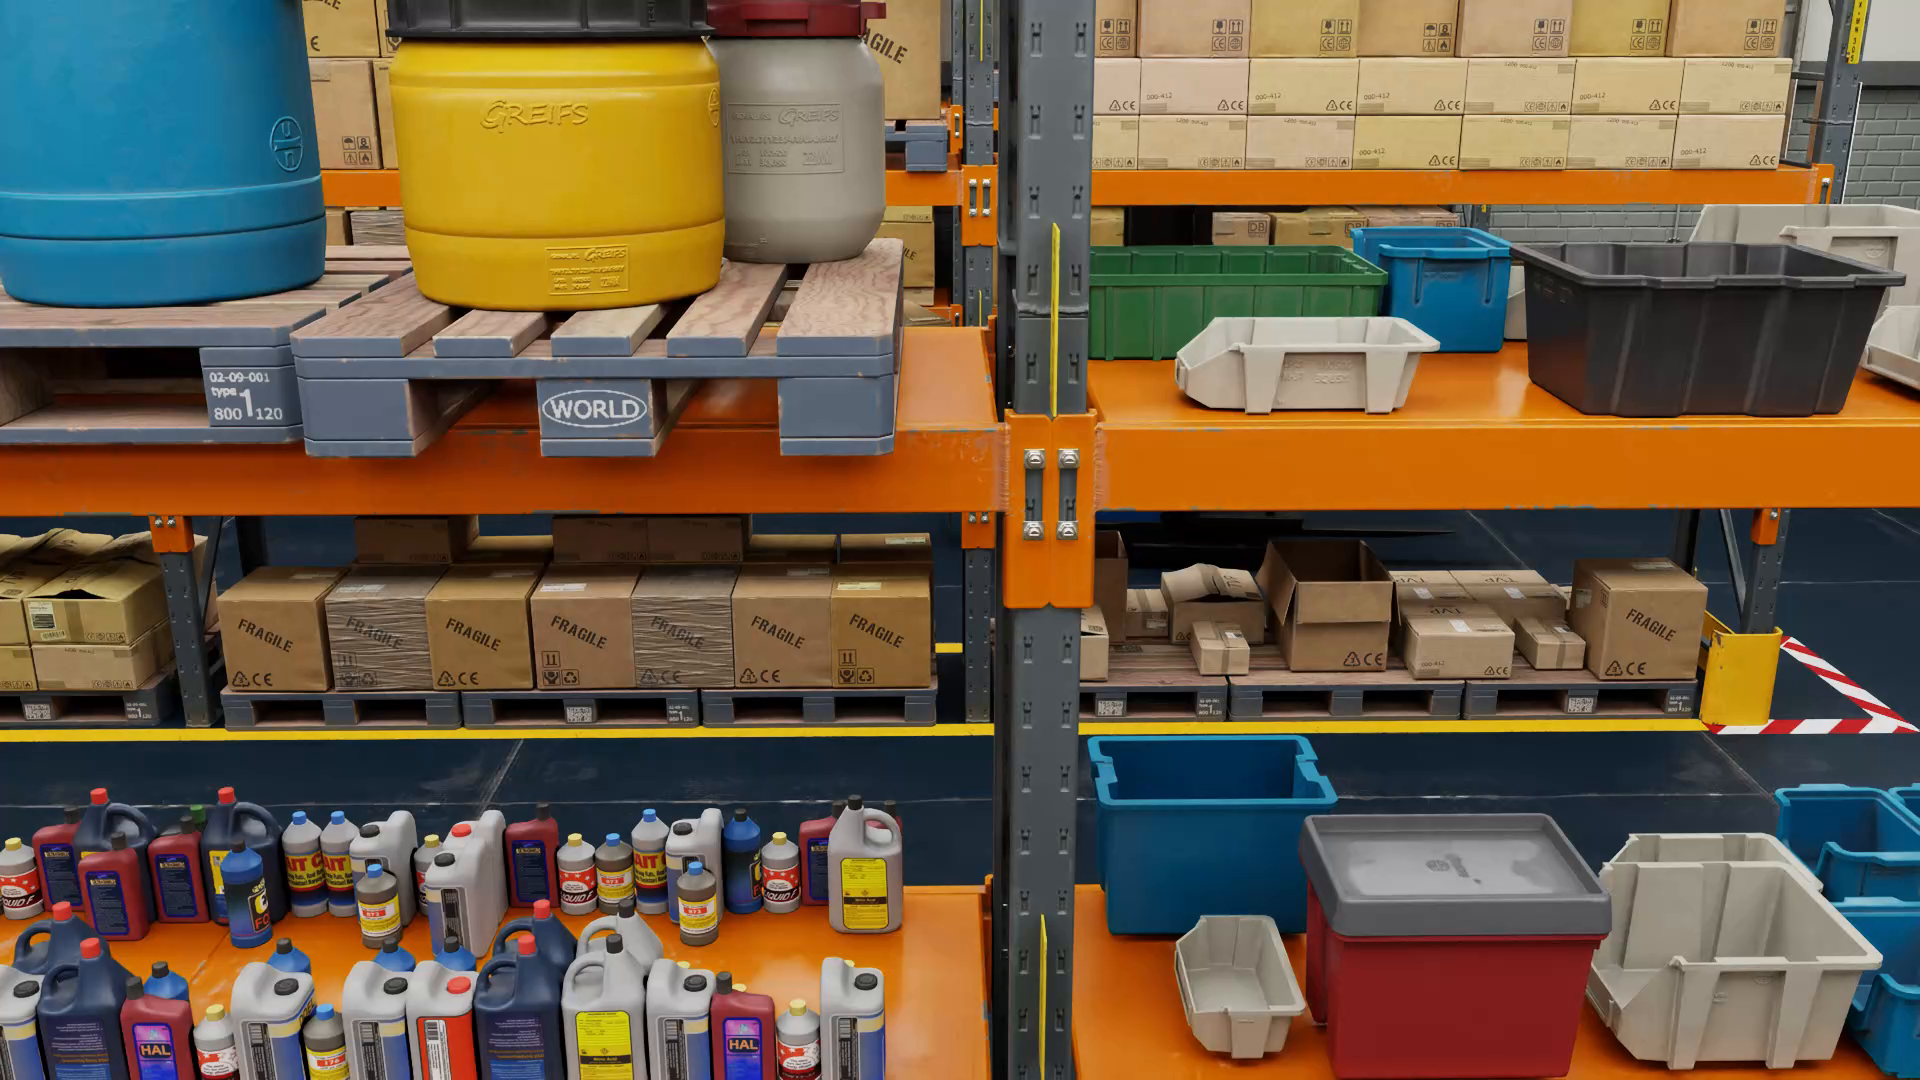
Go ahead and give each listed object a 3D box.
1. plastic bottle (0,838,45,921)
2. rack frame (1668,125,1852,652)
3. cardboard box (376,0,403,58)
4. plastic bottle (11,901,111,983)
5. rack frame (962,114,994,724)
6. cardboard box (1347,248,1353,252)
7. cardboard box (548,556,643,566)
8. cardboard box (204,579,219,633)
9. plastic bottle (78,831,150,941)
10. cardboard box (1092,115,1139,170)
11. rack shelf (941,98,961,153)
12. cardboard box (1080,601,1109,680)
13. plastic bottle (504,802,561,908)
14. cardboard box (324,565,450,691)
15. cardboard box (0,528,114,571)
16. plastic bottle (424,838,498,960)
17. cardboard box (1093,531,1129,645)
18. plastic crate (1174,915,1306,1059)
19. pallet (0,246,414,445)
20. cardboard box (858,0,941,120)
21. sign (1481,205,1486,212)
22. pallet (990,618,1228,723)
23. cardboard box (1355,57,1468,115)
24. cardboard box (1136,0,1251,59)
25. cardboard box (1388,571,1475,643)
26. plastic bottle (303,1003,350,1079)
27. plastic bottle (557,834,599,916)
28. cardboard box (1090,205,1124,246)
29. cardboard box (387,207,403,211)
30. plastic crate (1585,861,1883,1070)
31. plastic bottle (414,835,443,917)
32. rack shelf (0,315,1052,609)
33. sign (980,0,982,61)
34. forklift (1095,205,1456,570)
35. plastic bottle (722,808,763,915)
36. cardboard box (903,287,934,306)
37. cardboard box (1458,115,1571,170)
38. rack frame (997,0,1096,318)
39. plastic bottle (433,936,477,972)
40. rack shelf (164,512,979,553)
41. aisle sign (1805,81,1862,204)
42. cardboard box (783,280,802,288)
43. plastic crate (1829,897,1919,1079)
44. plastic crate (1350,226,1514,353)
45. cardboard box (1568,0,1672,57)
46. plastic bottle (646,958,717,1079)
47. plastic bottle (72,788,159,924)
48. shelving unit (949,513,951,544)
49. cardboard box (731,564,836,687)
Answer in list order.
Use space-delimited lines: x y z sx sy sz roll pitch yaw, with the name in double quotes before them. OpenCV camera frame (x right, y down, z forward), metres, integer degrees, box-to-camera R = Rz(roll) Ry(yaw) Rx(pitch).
"plastic bottle" -2.416 0.863 4.271 0.097 0.201 0.097 0 18 0
"rack frame" 4.083 -0.651 8.667 0.127 3.000 1.000 0 18 -1
"cardboard box" -2.459 -2.570 7.936 0.500 0.500 0.500 0 18 -1
"plastic bottle" -1.994 0.968 3.699 0.185 0.351 0.144 0 18 -1
"rack frame" 0.084 -0.632 8.607 0.127 3.000 1.000 0 18 -1
"cardboard box" 2.105 -1.245 8.717 0.500 0.500 0.500 0 18 -1
"cardboard box" -1.942 0.285 9.120 0.500 0.500 0.500 -1 18 -3
"cardboard box" -4.444 0.410 9.174 0.500 0.250 0.500 0 18 -1
"plastic bottle" -2.114 0.861 4.143 0.133 0.283 0.061 0 18 -1
"cardboard box" 0.574 -1.916 7.943 0.500 0.250 0.500 0 18 -1
"rack shelf" -1.998 -3.221 12.944 4.000 0.370 1.077 0 18 -1
"cardboard box" 0.507 0.503 8.750 0.500 0.311 0.500 0 18 -1
"plastic bottle" -1.103 0.812 4.296 0.133 0.283 0.061 0 18 -1
"cardboard box" -2.933 0.449 8.609 0.500 0.500 0.500 -1 18 -3
"cardboard box" -4.969 0.148 9.072 0.500 0.311 0.500 -1 18 -2
"plastic bottle" -1.234 0.877 4.106 0.135 0.276 0.152 0 18 -1
"cardboard box" 0.649 0.260 9.200 0.500 0.500 0.500 0 18 -1
"plastic crate" 0.626 1.019 3.793 0.243 0.136 0.396 0 18 -1
"pallet" -1.758 -0.417 3.336 1.213 0.211 1.003 0 18 -1
"cardboard box" -0.421 -2.375 8.116 0.600 0.600 0.600 -2 18 -6
"sign" 3.996 -2.662 12.653 0.005 0.325 0.100 0 18 -1
"pallet" 0.771 0.693 9.042 1.213 0.211 1.003 0 18 -1
"cardboard box" 2.074 -2.158 7.879 0.500 0.250 0.500 0 18 -1
"cardboard box" 1.072 -2.557 7.897 0.500 0.500 0.700 0 18 -1
"cardboard box" 2.535 0.369 9.266 0.500 0.250 0.500 0 18 -1
"plastic bottle" -1.350 1.090 3.564 0.097 0.201 0.097 0 18 0
"plastic bottle" -0.987 0.856 4.292 0.097 0.201 0.097 0 18 0
"cardboard box" 1.275 -2.287 13.275 0.700 0.700 0.980 -1 18 -2
"cardboard box" -4.342 -2.681 13.047 0.250 0.149 0.380 -3 18 -8
"plastic crate" 1.688 0.958 3.747 0.530 0.282 0.437 0 18 -1
"plastic bottle" -1.353 0.858 4.287 0.097 0.201 0.097 0 18 0
"rack shelf" -1.841 -0.195 3.512 4.000 0.370 1.077 0 18 -1
"sign" 0.096 -2.324 7.481 0.005 0.325 0.100 0 18 -1
"forklift" 1.789 -1.365 11.005 3.031 2.935 1.130 1 18 3
"plastic bottle" -0.561 0.821 4.288 0.097 0.271 0.097 0 18 0
"cardboard box" -0.332 -1.947 13.084 0.250 0.149 0.380 0 18 0
"cardboard box" 2.574 -1.920 7.956 0.500 0.250 0.500 0 18 -1
"rack frame" 0.158 -1.976 2.974 0.127 3.000 1.000 0 18 -1
"plastic bottle" -1.121 1.009 3.702 0.097 0.271 0.097 0 18 0
"rack shelf" -1.916 -0.280 8.686 4.000 0.370 1.077 0 18 -1
"aisle sign" 4.156 -1.796 7.979 0.004 0.787 0.394 0 18 -1
"cardboard box" -1.468 -2.259 12.996 0.500 0.500 0.500 0 18 -1
"plastic crate" 2.108 1.001 3.692 0.300 0.233 0.416 0 18 -1
"plastic crate" 1.064 -0.569 3.775 0.300 0.233 0.416 0 18 -1
"cardboard box" 3.069 -2.619 8.090 0.500 0.500 0.700 0 18 -1
"plastic bottle" -0.596 1.042 3.590 0.135 0.276 0.152 0 18 -1
"plastic bottle" -2.141 0.798 4.230 0.185 0.351 0.144 0 18 -1
"shelving unit" 0.054 -0.500 11.388 0.252 1.050 0.215 0 18 -1
"cardboard box" -0.899 0.439 8.641 0.500 0.500 0.500 0 18 -1
